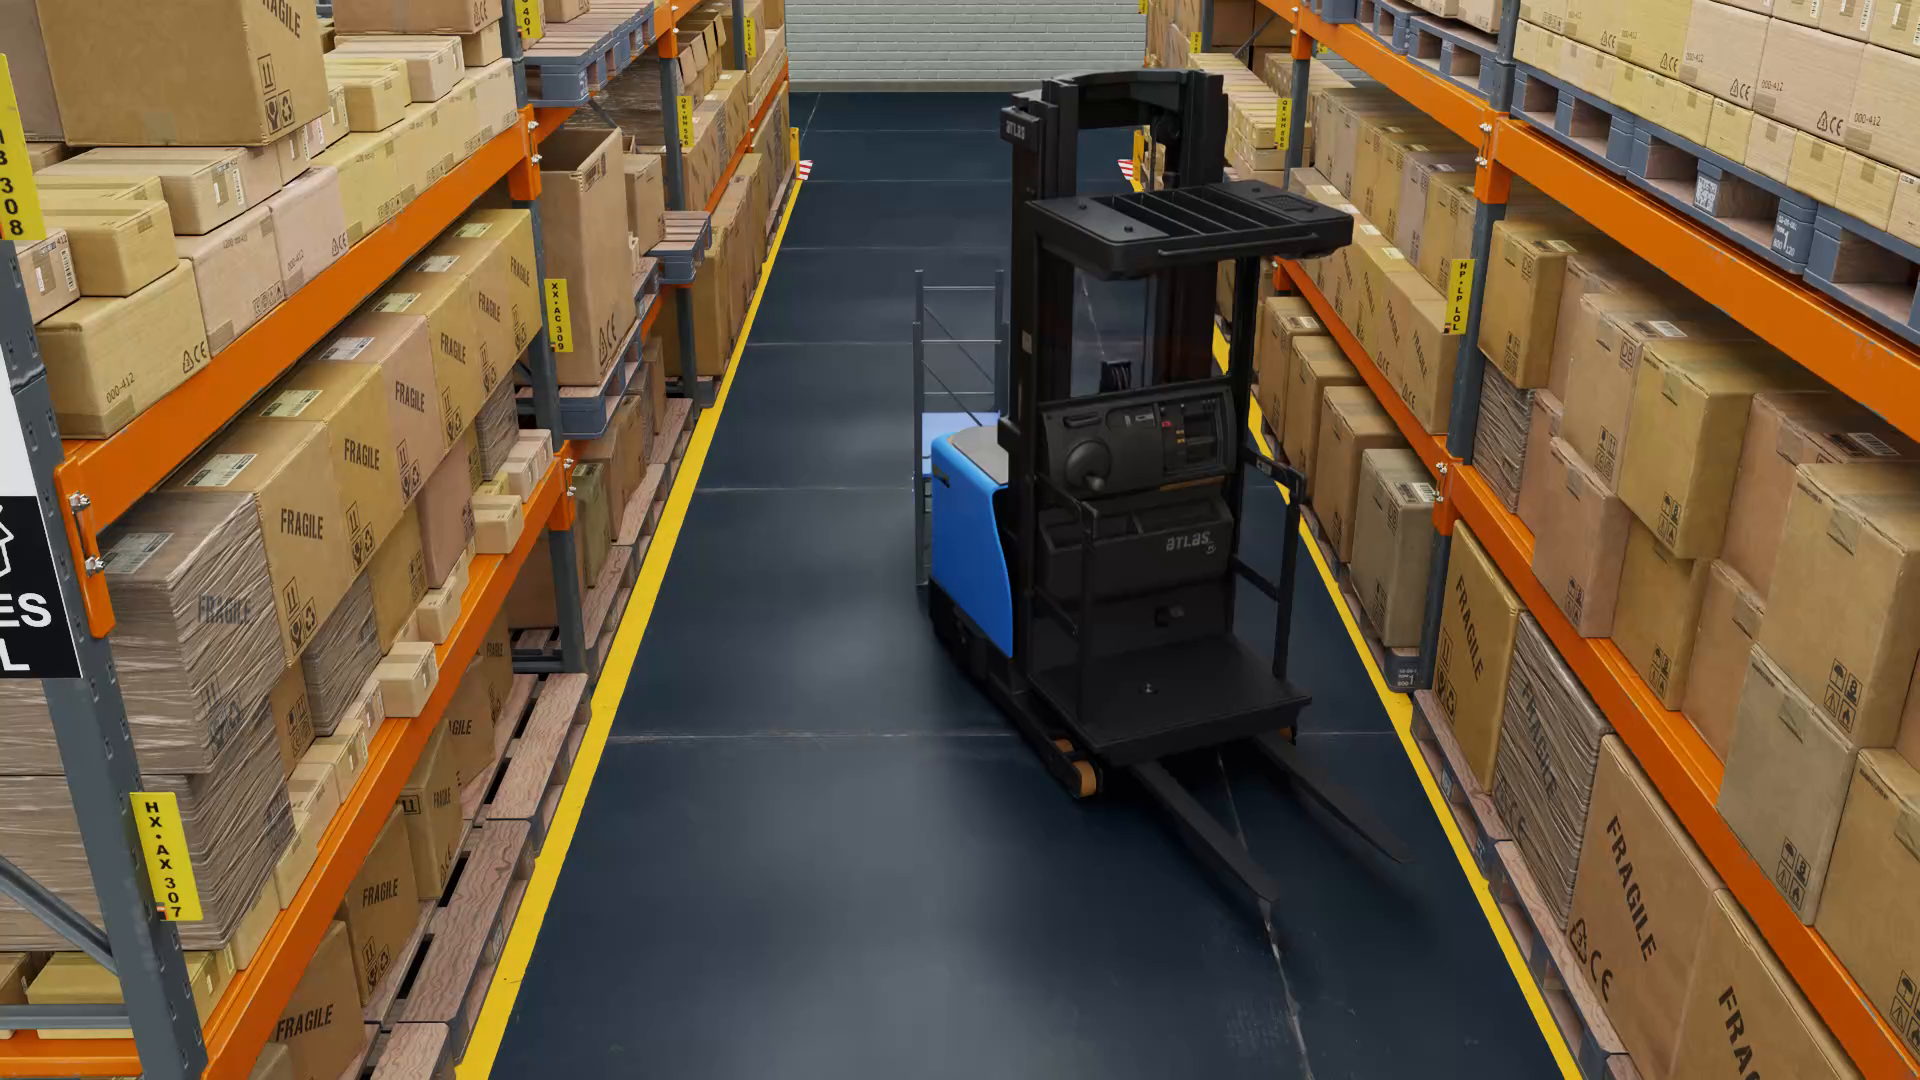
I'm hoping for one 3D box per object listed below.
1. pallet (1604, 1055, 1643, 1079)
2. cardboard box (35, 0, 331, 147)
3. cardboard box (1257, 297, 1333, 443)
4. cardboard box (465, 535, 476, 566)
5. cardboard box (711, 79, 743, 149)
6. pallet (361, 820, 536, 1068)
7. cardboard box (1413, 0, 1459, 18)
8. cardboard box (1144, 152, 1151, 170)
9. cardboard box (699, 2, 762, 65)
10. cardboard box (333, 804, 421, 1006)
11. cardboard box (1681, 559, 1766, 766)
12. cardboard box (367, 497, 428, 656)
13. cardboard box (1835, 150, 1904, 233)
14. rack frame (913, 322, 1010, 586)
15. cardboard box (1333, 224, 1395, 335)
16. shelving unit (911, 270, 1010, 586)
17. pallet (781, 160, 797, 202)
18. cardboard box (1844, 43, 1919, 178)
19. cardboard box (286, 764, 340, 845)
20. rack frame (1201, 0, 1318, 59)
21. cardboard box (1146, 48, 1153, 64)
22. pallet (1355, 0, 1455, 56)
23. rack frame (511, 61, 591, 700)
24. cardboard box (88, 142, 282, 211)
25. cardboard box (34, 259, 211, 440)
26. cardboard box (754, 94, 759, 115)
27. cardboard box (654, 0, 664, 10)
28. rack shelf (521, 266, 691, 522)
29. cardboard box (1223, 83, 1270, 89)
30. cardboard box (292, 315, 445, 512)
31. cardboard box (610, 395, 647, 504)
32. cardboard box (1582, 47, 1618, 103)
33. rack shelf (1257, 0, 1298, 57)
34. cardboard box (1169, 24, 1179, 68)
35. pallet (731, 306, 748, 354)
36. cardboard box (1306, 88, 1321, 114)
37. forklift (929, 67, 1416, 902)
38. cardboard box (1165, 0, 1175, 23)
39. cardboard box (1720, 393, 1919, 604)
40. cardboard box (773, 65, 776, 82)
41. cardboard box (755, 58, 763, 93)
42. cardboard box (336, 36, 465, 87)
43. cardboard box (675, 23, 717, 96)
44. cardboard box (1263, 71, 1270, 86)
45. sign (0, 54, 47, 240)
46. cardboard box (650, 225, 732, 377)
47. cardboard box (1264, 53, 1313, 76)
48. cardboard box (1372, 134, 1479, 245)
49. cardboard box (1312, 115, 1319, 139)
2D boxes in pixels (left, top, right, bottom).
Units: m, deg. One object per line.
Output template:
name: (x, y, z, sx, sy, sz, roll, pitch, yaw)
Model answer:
pallet: (2.632, 2.037, 4.989, 1.003, 0.211, 1.213, 0, 24, -1)
cardboard box: (-1.988, -1.312, 4.282, 0.500, 0.500, 0.500, 0, 24, -1)
cardboard box: (2.548, -1.116, 10.797, 1.050, 0.750, 0.750, -1, 24, -1)
cardboard box: (-2.068, 0.042, 6.321, 0.380, 0.149, 0.250, 0, 24, -1)
cardboard box: (-2.096, -3.518, 13.768, 0.500, 0.500, 0.500, 0, 24, 1)
pallet: (-2.227, 1.479, 6.223, 1.003, 0.211, 1.213, 0, 24, -1)
cardboard box: (2.442, -2.595, 7.760, 0.500, 0.250, 0.500, 0, 24, -1)
cardboard box: (2.230, -4.172, 18.285, 0.380, 0.149, 0.250, 0, 24, 1)
cardboard box: (-2.120, -4.679, 15.366, 0.500, 0.500, 0.500, 0, 24, -1)
cardboard box: (-2.261, 1.262, 5.842, 0.500, 0.500, 0.500, 2, 24, 4)
cardboard box: (2.761, 0.417, 5.006, 0.875, 0.550, 0.550, 0, 24, -1)
cardboard box: (-2.302, 0.051, 5.515, 0.875, 0.500, 0.500, 0, 24, -1)
cardboard box: (2.369, -0.843, 4.007, 0.380, 0.149, 0.250, 0, 24, 0)
rack frame: (0.006, -0.439, 8.900, 0.500, 1.500, 0.032, 0, 24, -1)
cardboard box: (2.383, -1.437, 9.167, 0.500, 0.500, 0.500, -1, 24, -1)
shelving unit: (0.001, -0.648, 9.363, 0.538, 1.500, 1.048, 0, 24, -1)
pallet: (-2.330, -3.917, 18.154, 1.003, 0.211, 1.213, 0, 24, -1)
cardboard box: (2.429, -0.982, 3.830, 0.500, 0.250, 0.500, 0, 24, 0)
cardboard box: (-2.002, 0.763, 4.727, 0.380, 0.149, 0.250, 0, 24, -1)
rack frame: (2.588, -3.849, 14.620, 1.000, 3.000, 0.127, 0, 24, -1)
cardboard box: (2.220, -5.248, 18.018, 0.380, 0.149, 0.250, 0, 24, -1)
pallet: (2.707, -2.755, 8.792, 1.003, 0.211, 1.213, 1, 24, 2)
rack frame: (-2.286, -0.572, 7.374, 1.000, 3.000, 0.127, 0, 24, -1)
cardboard box: (-1.976, -0.941, 4.250, 0.380, 0.149, 0.250, 0, 24, -1)
cardboard box: (-1.989, -0.422, 3.584, 0.500, 0.250, 0.500, 0, 24, 1)
cardboard box: (-2.046, -3.985, 15.227, 0.380, 0.149, 0.250, -1, 24, -2)
cardboard box: (-2.079, -3.324, 10.001, 0.500, 0.250, 0.500, 0, 24, 0)
rack shelf: (-2.307, -1.068, 9.345, 1.077, 0.370, 4.000, 0, 24, -1)
cardboard box: (2.154, -3.389, 12.676, 0.380, 0.149, 0.250, 0, 24, 1)
cardboard box: (-1.992, -0.406, 5.312, 0.500, 0.500, 0.500, 0, 24, -1)
cardboard box: (-2.270, -0.543, 9.811, 0.700, 0.500, 0.500, 2, 24, 4)
cardboard box: (2.348, -1.577, 5.631, 0.380, 0.149, 0.250, -1, 24, -1)
rack shelf: (2.610, -4.064, 12.328, 1.077, 0.370, 4.000, 0, 24, -1)
cardboard box: (2.291, -4.647, 15.902, 0.500, 0.500, 0.500, 0, 24, -1)
pallet: (-2.273, -1.776, 13.421, 1.003, 0.211, 1.213, 0, 24, -1)
cardboard box: (2.804, -3.281, 12.439, 0.380, 0.149, 0.250, 0, 24, 1)
forklift: (0.879, -0.409, 7.097, 1.130, 2.935, 3.031, -10, 26, -21)
cardboard box: (2.288, -5.315, 16.167, 0.500, 0.500, 0.500, -1, 24, -2)
cardboard box: (2.785, -0.075, 4.784, 0.875, 0.550, 0.550, 0, 24, -1)
cardboard box: (-2.067, -4.729, 16.871, 0.380, 0.149, 0.250, 0, 24, 0)
cardboard box: (-2.117, -4.335, 15.516, 0.500, 0.250, 0.500, 0, 24, -1)
cardboard box: (-1.992, -1.706, 5.940, 0.380, 0.149, 0.250, -1, 24, -3)
cardboard box: (-2.362, -3.825, 13.228, 0.797, 0.503, 0.637, 0, 24, 0)
cardboard box: (2.790, -3.898, 14.163, 0.380, 0.149, 0.250, 0, 24, 1)
sign: (-1.699, -0.691, 2.937, 0.100, 0.325, 0.005, 0, 24, -1)
cardboard box: (-2.316, -1.728, 11.999, 1.225, 0.875, 0.875, -1, 24, -3)
cardboard box: (2.787, -4.032, 14.099, 0.380, 0.149, 0.250, 1, 24, 2)
cardboard box: (2.647, -1.886, 8.946, 0.700, 0.500, 0.500, 0, 24, -1)
cardboard box: (2.811, -3.041, 12.269, 0.380, 0.149, 0.250, 0, 24, 0)
